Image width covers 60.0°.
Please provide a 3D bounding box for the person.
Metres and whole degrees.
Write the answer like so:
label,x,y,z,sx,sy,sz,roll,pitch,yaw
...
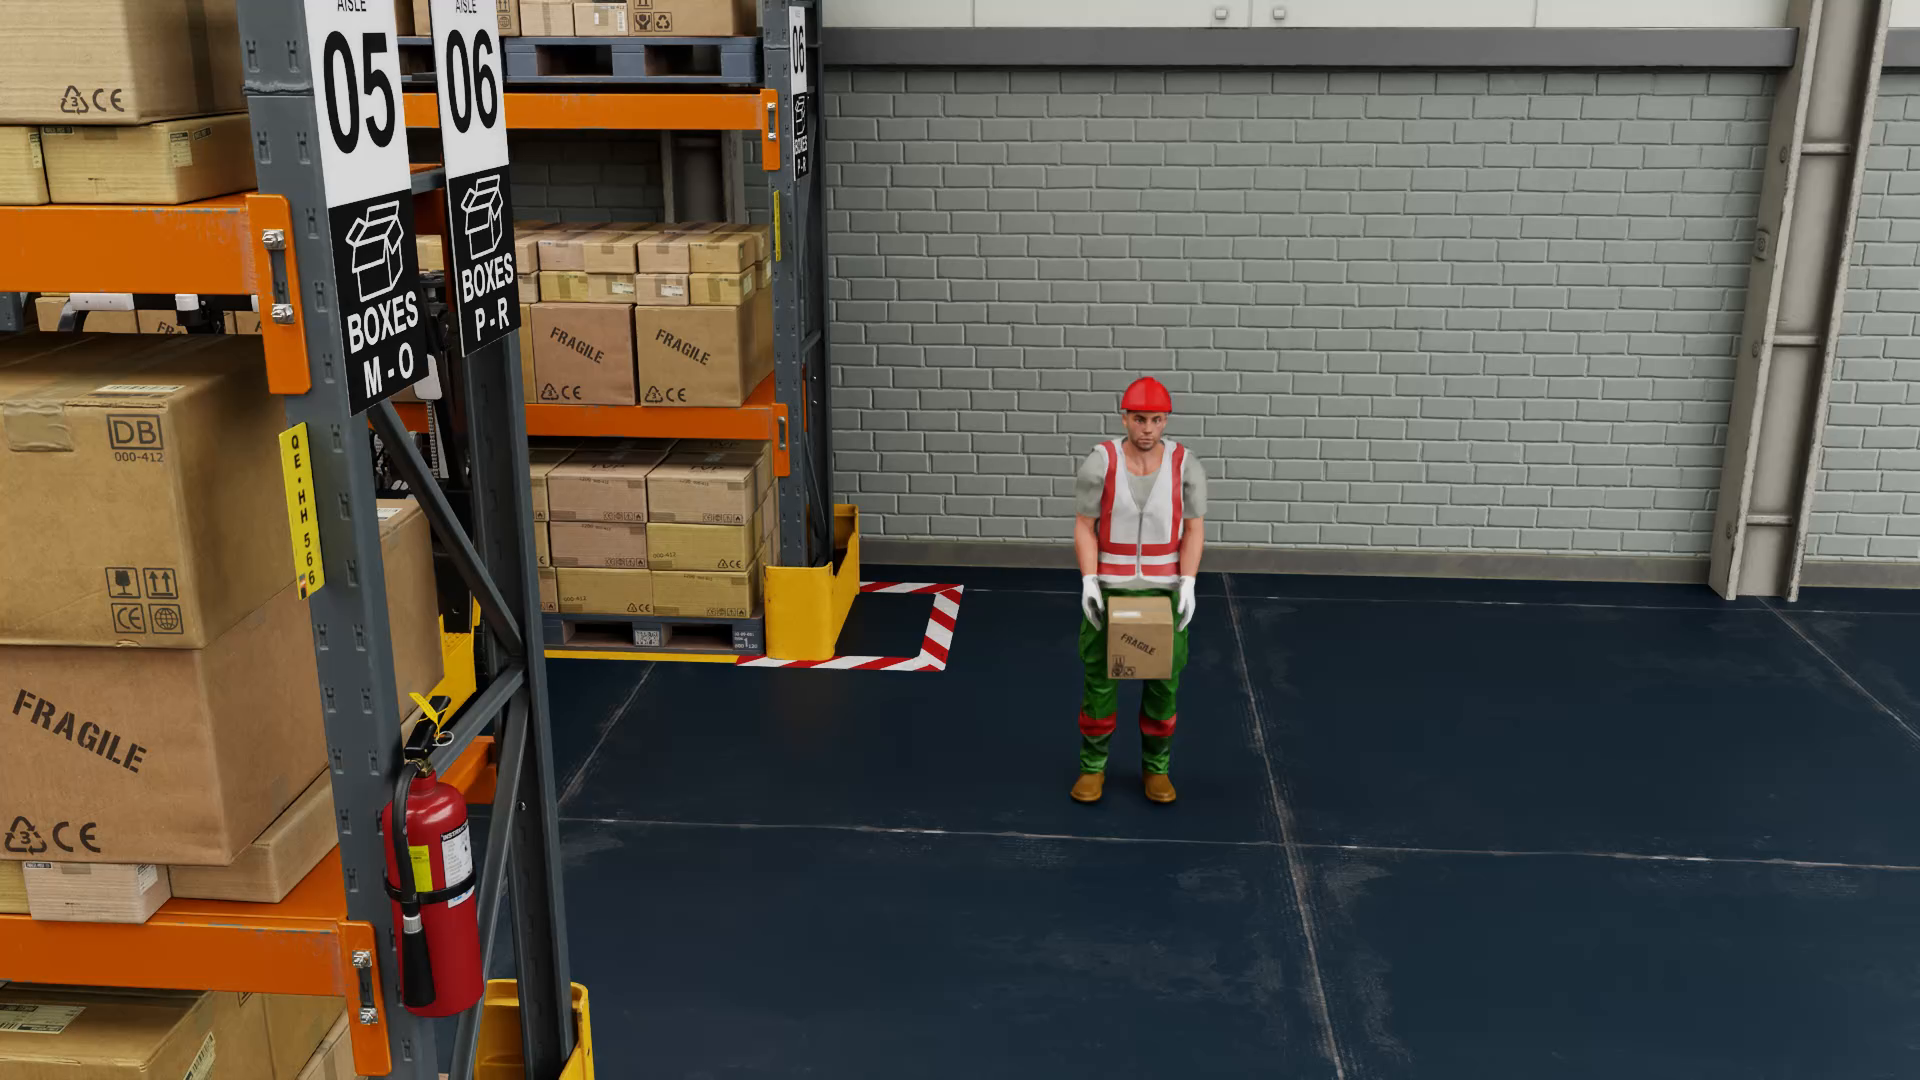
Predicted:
label,x,y,z,sx,sy,sz,roll,pitch,yaw
person,0.732,0.214,6.818,0.537,1.791,0.449,1,17,3
